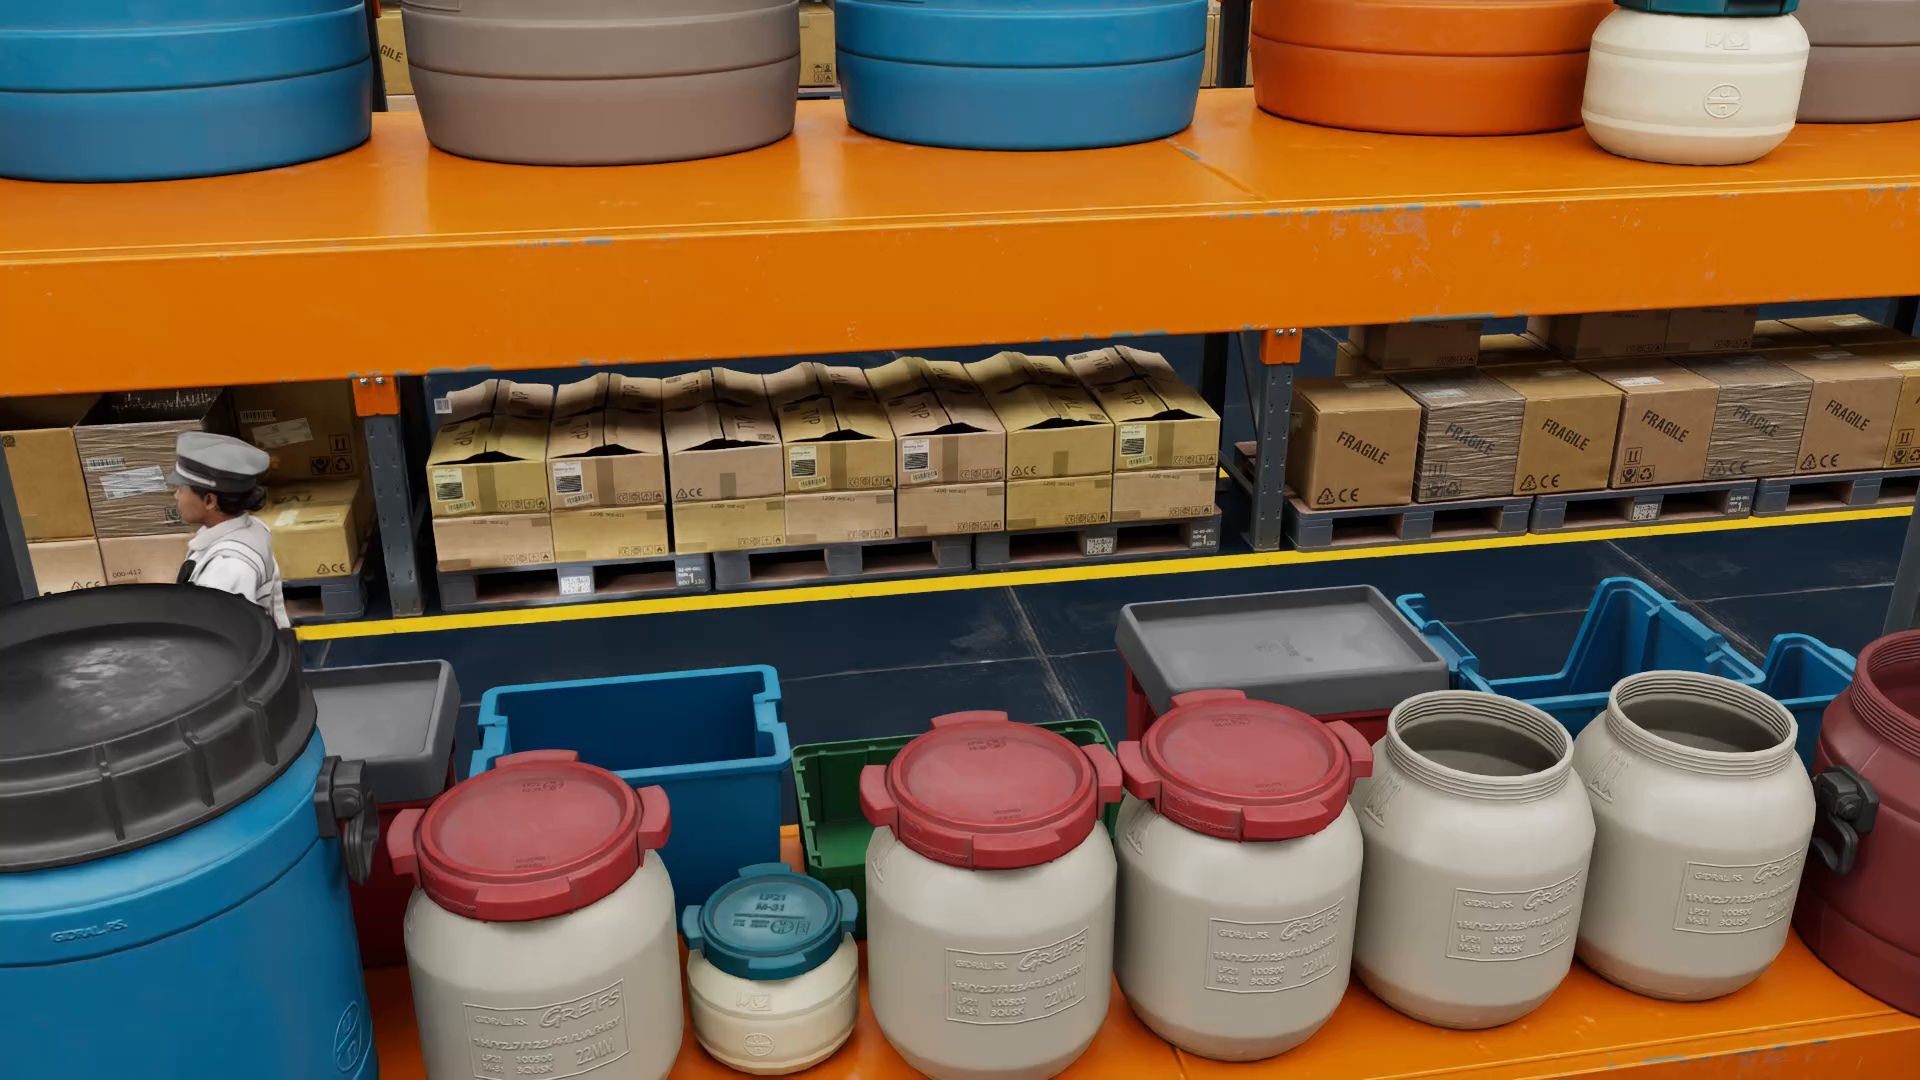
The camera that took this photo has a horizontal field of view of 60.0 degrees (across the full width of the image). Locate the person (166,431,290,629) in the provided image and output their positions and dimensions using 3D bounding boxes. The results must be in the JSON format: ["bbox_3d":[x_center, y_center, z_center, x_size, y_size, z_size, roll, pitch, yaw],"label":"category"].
[{"bbox_3d":[-2.071,0.466,4.954,0.808,1.657,0.483,-9,25,-19],"label":"person"}]
